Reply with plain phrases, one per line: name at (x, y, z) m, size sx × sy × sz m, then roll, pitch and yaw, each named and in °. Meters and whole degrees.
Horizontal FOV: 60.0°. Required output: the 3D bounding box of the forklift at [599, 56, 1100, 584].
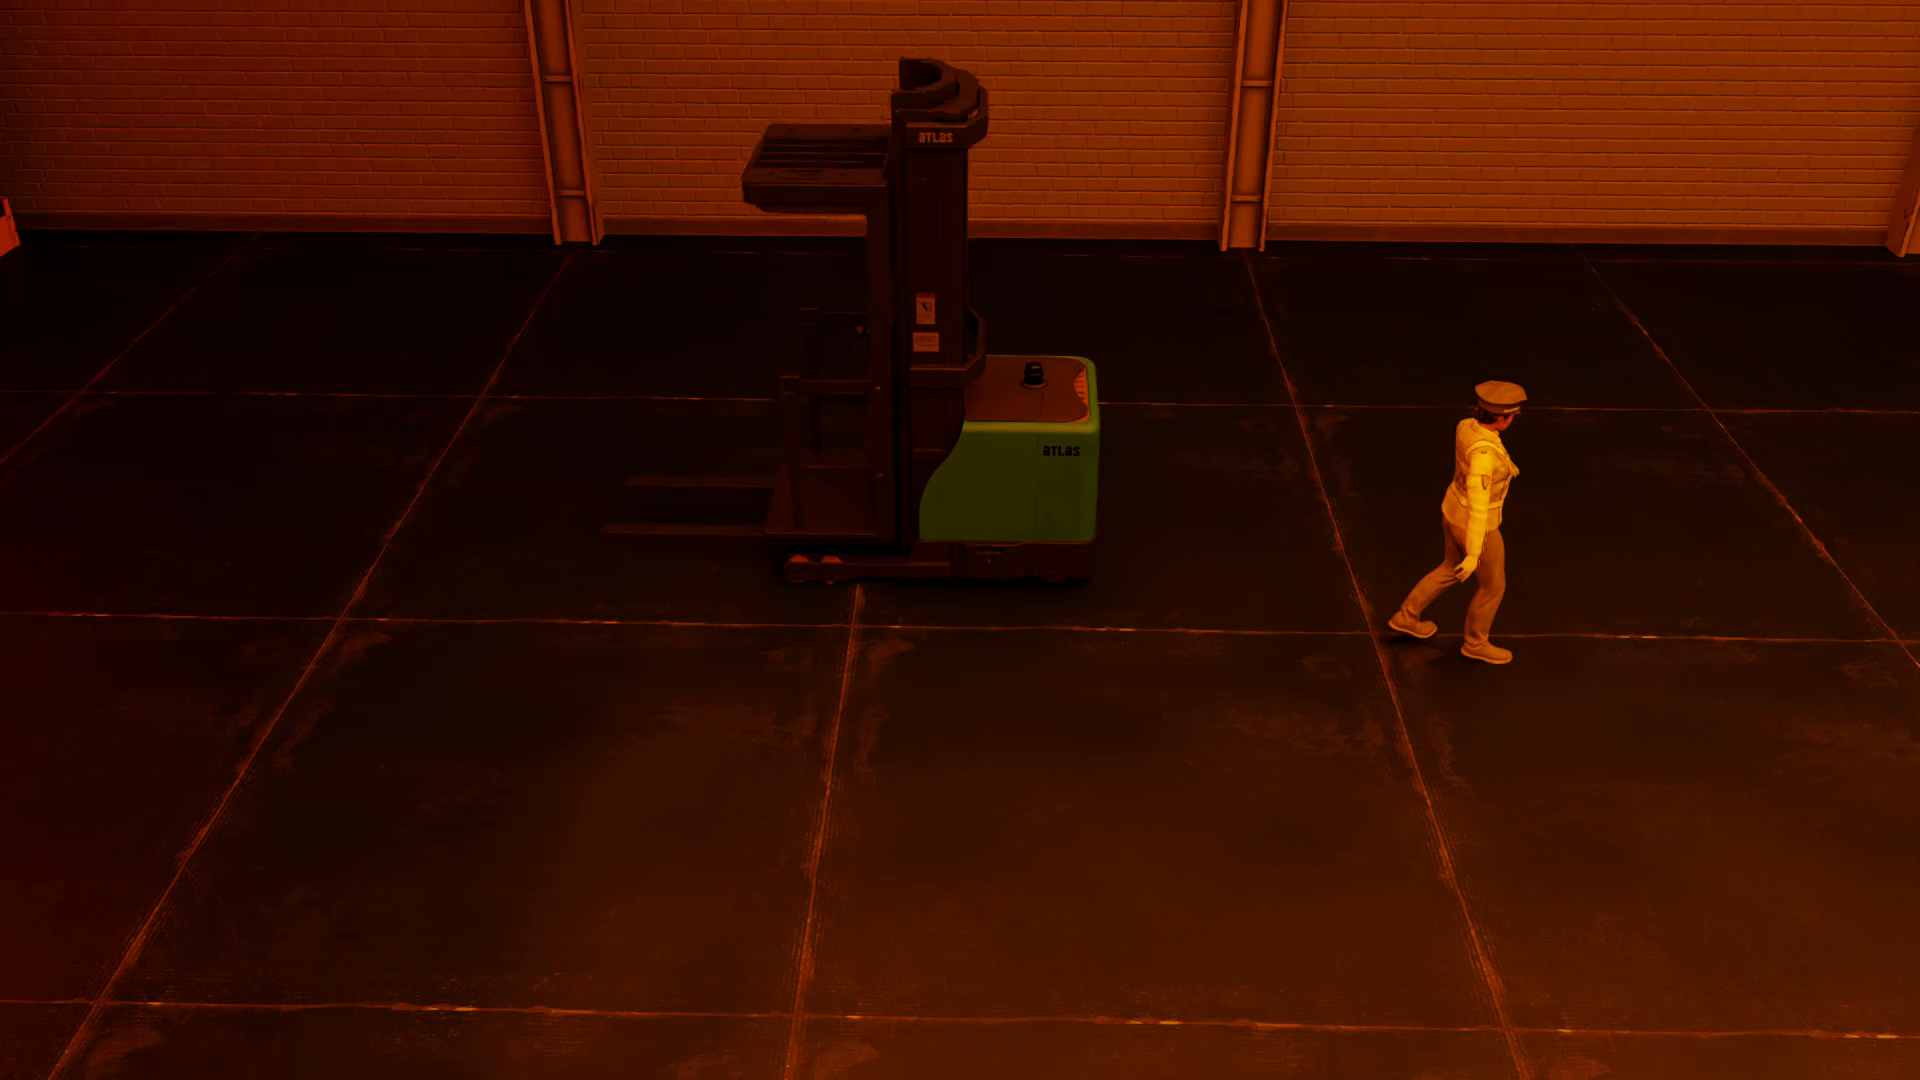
forklift at (-0.680, -1.264, 9.759) m, size 3.031 × 2.935 × 1.130 m, roll 1°, pitch 31°, yaw 2°

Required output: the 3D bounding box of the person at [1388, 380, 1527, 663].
person at (2.799, -0.079, 9.028) m, size 0.710 × 1.650 × 0.855 m, roll -1°, pitch 31°, yaw -2°
